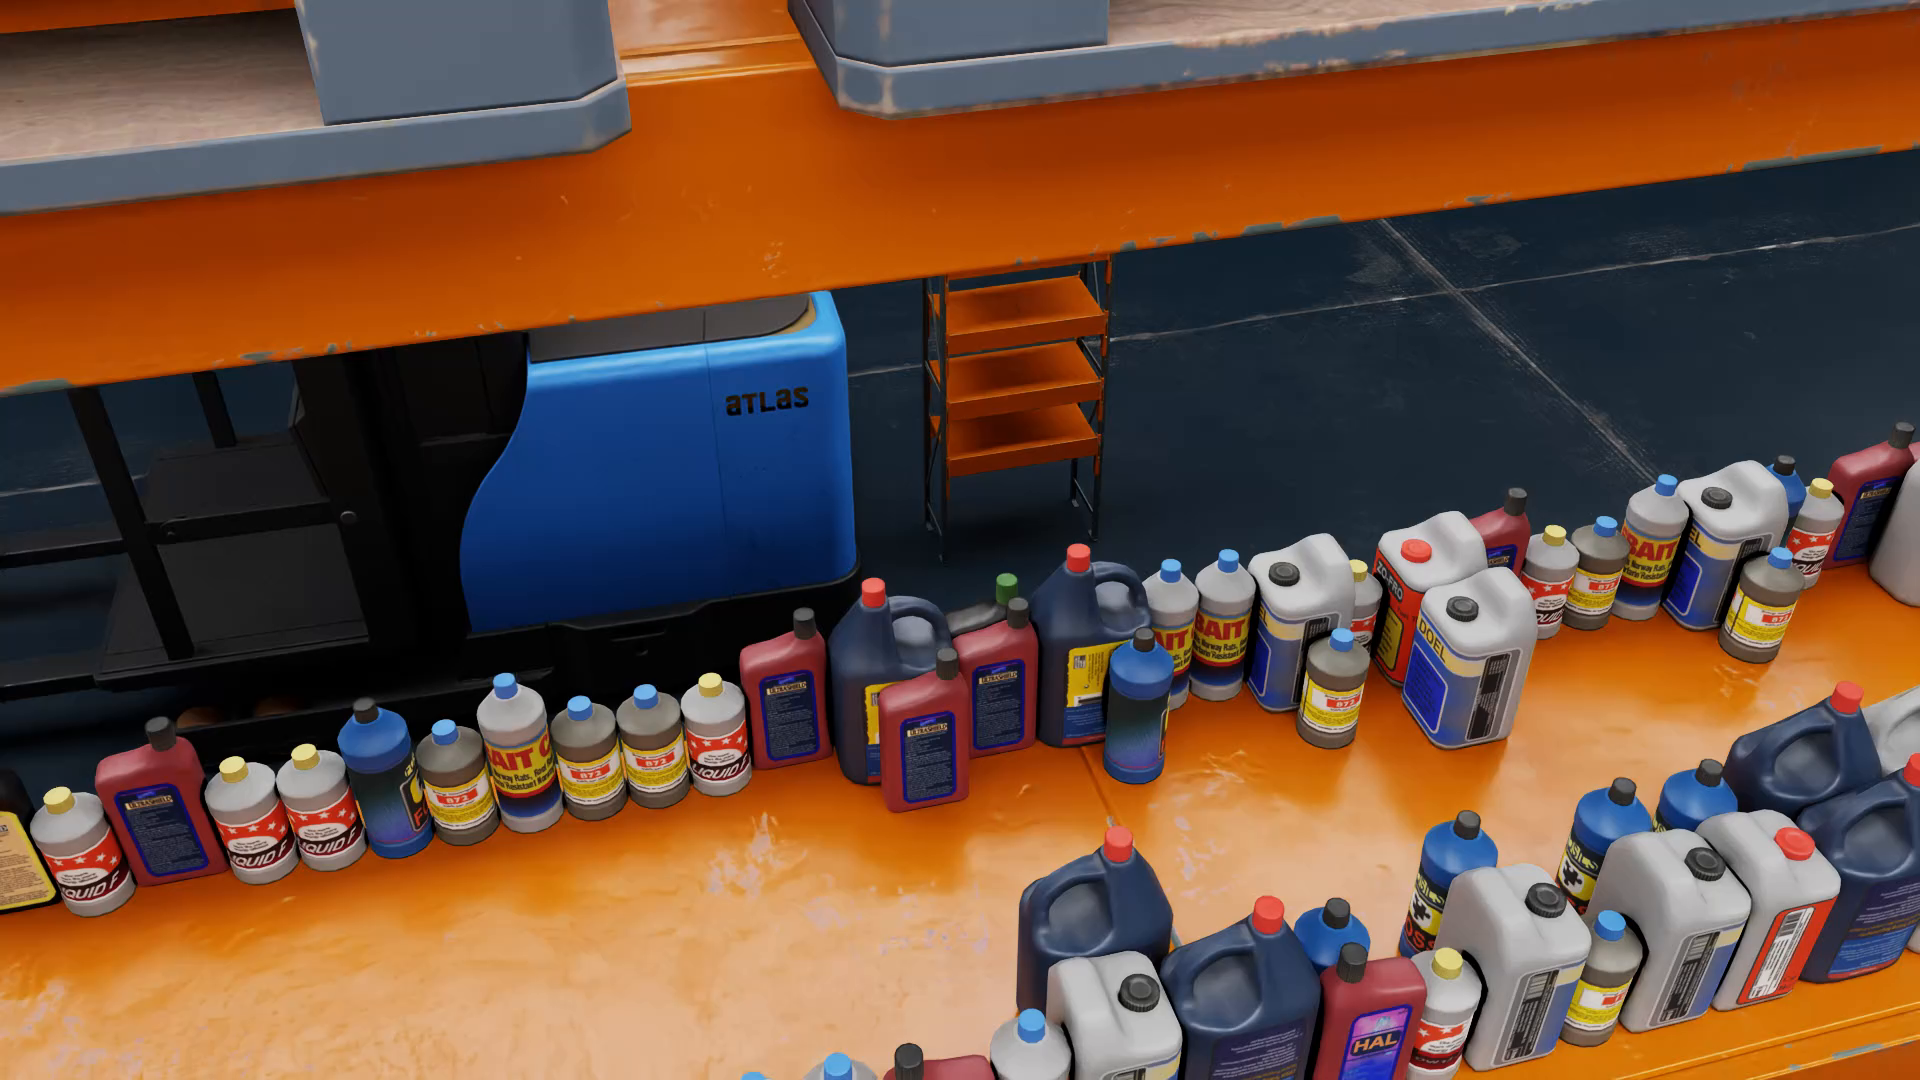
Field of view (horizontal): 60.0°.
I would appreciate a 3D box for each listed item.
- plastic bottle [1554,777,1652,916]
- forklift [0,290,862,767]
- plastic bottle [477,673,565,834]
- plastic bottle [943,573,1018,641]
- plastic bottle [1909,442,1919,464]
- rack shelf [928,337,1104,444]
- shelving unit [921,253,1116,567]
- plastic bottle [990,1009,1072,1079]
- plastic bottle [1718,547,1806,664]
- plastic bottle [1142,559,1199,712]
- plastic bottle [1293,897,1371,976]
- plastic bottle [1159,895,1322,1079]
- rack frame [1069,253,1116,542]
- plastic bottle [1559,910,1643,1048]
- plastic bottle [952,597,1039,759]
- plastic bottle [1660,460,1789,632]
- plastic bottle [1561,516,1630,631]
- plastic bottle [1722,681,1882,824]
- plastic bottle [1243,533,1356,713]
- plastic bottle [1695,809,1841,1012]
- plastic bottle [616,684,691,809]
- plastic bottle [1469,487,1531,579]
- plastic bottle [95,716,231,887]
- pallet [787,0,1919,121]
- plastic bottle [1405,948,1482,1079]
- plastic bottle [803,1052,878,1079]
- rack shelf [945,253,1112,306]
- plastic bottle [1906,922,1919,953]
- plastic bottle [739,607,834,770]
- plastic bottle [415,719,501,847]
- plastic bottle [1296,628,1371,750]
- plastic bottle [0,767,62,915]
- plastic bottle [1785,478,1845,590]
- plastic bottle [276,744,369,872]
[{"bbox_3d":[0.893,0.437,2.316,0.097,0.271,0.097,0,37,0],"label":"plastic bottle"},{"bbox_3d":[-1.851,-0.910,4.028,3.031,2.935,1.130,-8,38,-10],"label":"forklift"},{"bbox_3d":[-0.658,0.310,2.482,0.097,0.271,0.097,0,37,0],"label":"plastic bottle"},{"bbox_3d":[0.038,0.179,2.643,0.133,0.283,0.061,-9,38,-12],"label":"plastic bottle"},{"bbox_3d":[1.744,-0.101,3.009,0.133,0.283,0.061,-9,38,-12],"label":"plastic bottle"},{"bbox_3d":[0.160,-0.449,4.961,0.480,0.148,0.258,-9,38,-12],"label":"rack shelf"},{"bbox_3d":[0.160,-0.503,4.920,0.503,1.200,0.258,-9,38,-12],"label":"shelving unit"},{"bbox_3d":[0.084,0.665,2.017,0.097,0.271,0.097,0,37,0],"label":"plastic bottle"},{"bbox_3d":[1.360,0.102,2.811,0.097,0.201,0.097,0,37,0],"label":"plastic bottle"},{"bbox_3d":[0.332,0.147,2.695,0.097,0.271,0.097,0,37,0],"label":"plastic bottle"},{"bbox_3d":[0.470,0.564,2.150,0.097,0.271,0.097,0,37,0],"label":"plastic bottle"},{"bbox_3d":[0.344,0.577,2.068,0.185,0.351,0.144,-9,38,-12],"label":"plastic bottle"},{"bbox_3d":[0.395,-0.541,4.970,0.015,1.200,0.240,-9,38,-12],"label":"rack frame"},{"bbox_3d":[0.839,0.569,2.200,0.097,0.201,0.097,0,37,0],"label":"plastic bottle"},{"bbox_3d":[0.053,0.215,2.596,0.133,0.283,0.061,-9,38,-12],"label":"plastic bottle"},{"bbox_3d":[1.310,0.002,2.881,0.135,0.276,0.152,-9,38,-12],"label":"plastic bottle"},{"bbox_3d":[1.097,0.049,2.880,0.097,0.201,0.097,0,37,0],"label":"plastic bottle"},{"bbox_3d":[1.191,0.347,2.368,0.185,0.351,0.144,-9,38,-12],"label":"plastic bottle"},{"bbox_3d":[0.545,0.127,2.717,0.135,0.276,0.152,-9,38,-12],"label":"plastic bottle"},{"bbox_3d":[1.073,0.484,2.251,0.135,0.276,0.152,-9,38,-12],"label":"plastic bottle"},{"bbox_3d":[-0.470,0.307,2.544,0.097,0.201,0.097,0,37,0],"label":"plastic bottle"},{"bbox_3d":[0.887,0.040,2.825,0.133,0.283,0.061,-9,38,-12],"label":"plastic bottle"},{"bbox_3d":[-1.150,0.374,2.388,0.133,0.283,0.061,-9,38,-12],"label":"plastic bottle"},{"bbox_3d":[0.384,-0.709,1.394,1.213,0.211,1.003,-9,38,-12],"label":"pallet"},{"bbox_3d":[0.615,0.606,2.152,0.097,0.201,0.097,0,37,0],"label":"plastic bottle"},{"bbox_3d":[-0.139,0.702,1.969,0.097,0.271,0.097,0,37,0],"label":"plastic bottle"},{"bbox_3d":[0.160,-0.815,4.681,0.480,0.148,0.258,-9,38,-12],"label":"rack shelf"},{"bbox_3d":[1.407,0.402,2.296,0.185,0.351,0.144,-9,38,-12],"label":"plastic bottle"},{"bbox_3d":[-0.270,0.230,2.577,0.133,0.283,0.061,-9,38,-12],"label":"plastic bottle"},{"bbox_3d":[-0.752,0.353,2.484,0.097,0.201,0.097,0,37,0],"label":"plastic bottle"},{"bbox_3d":[0.596,0.227,2.648,0.097,0.201,0.097,0,37,0],"label":"plastic bottle"},{"bbox_3d":[-1.373,0.411,2.340,0.133,0.283,0.061,-9,38,-12],"label":"plastic bottle"},{"bbox_3d":[1.509,-0.018,2.968,0.097,0.201,0.097,0,37,0],"label":"plastic bottle"},{"bbox_3d":[-0.940,0.384,2.443,0.097,0.201,0.097,0,37,0],"label":"plastic bottle"}]
